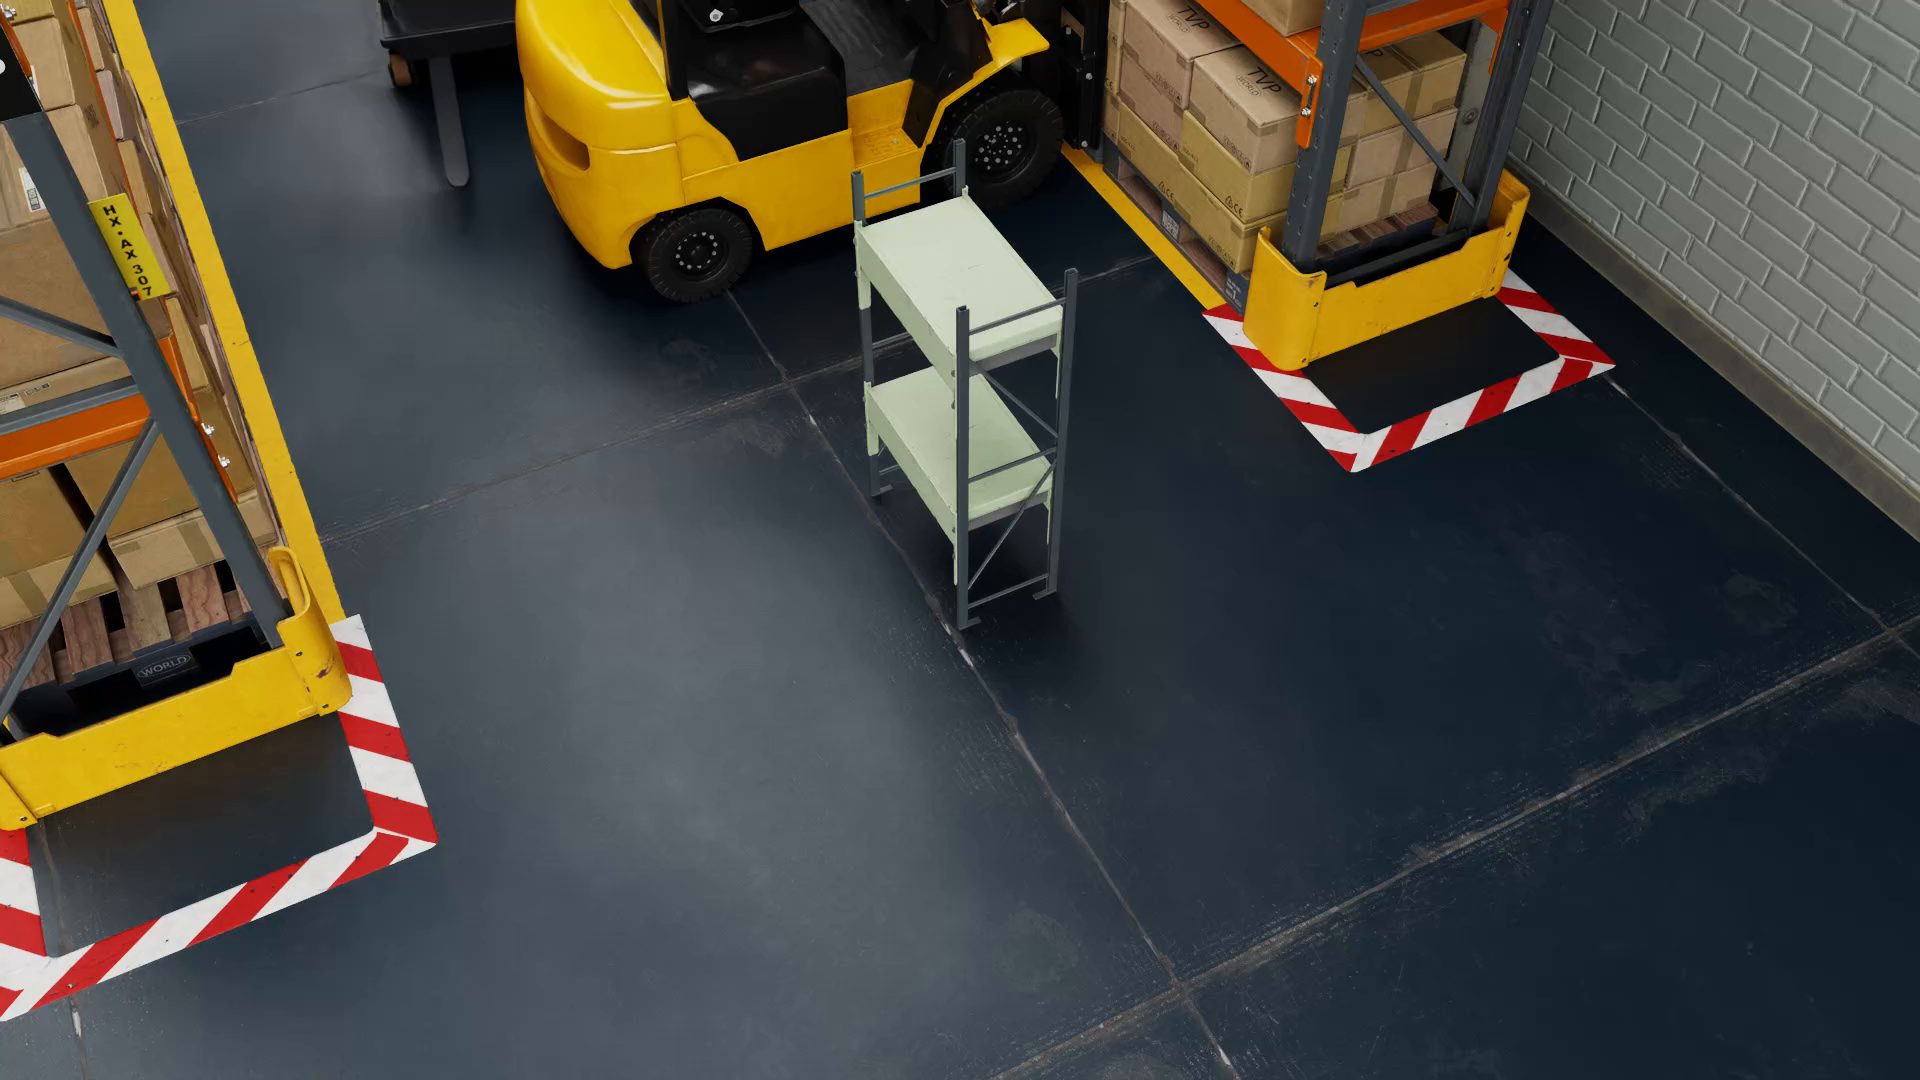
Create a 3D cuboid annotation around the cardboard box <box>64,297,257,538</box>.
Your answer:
[{"bbox_3d":[-2.789,-0.419,5.673,0.500,0.500,0.500,-23,53,-19],"label":"cardboard box"}]

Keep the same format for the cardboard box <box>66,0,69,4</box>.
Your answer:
[{"bbox_3d":[-3.598,-2.093,6.255,0.380,0.149,0.250,-22,52,-18],"label":"cardboard box"}]

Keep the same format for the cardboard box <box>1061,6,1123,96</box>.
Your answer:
[{"bbox_3d":[0.782,-2.293,7.479,0.500,0.250,0.500,-22,52,-18],"label":"cardboard box"}]

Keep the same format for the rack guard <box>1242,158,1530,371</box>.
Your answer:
[{"bbox_3d":[1.769,-1.161,6.933,1.175,0.500,0.348,-21,52,-18],"label":"rack guard"}]

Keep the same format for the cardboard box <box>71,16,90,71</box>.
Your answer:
[{"bbox_3d":[-3.358,-1.752,5.957,0.380,0.149,0.250,-21,52,-17],"label":"cardboard box"}]

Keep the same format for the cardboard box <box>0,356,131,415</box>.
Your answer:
[{"bbox_3d":[-2.625,-0.504,4.865,0.380,0.149,0.250,-21,52,-17],"label":"cardboard box"}]

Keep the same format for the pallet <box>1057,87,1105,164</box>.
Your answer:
[{"bbox_3d":[0.816,-2.395,8.204,1.003,0.211,1.213,-21,52,-18],"label":"pallet"}]

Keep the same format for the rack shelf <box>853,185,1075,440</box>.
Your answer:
[{"bbox_3d":[0.003,-0.746,5.388,0.431,0.370,0.720,-21,52,-18],"label":"rack shelf"}]

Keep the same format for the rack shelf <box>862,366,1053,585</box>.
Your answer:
[{"bbox_3d":[0.003,-0.275,5.927,0.431,0.370,0.720,-21,52,-18],"label":"rack shelf"}]

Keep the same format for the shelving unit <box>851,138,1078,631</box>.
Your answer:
[{"bbox_3d":[0.003,-0.489,5.682,0.431,1.500,0.755,-21,52,-18],"label":"shelving unit"}]

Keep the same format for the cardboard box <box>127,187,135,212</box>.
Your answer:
[{"bbox_3d":[-2.878,-1.059,5.350,0.380,0.149,0.250,-20,52,-17],"label":"cardboard box"}]

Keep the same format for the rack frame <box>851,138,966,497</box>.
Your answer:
[{"bbox_3d":[-0.164,-0.734,5.896,0.400,1.500,0.023,-21,52,-18],"label":"rack frame"}]

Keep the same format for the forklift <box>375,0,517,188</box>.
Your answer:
[{"bbox_3d":[-2.344,-3.535,7.394,1.130,2.935,3.031,-13,50,-11],"label":"forklift"}]

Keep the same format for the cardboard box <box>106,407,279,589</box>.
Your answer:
[{"bbox_3d":[-2.777,-0.156,5.941,0.500,0.250,0.500,-22,52,-18],"label":"cardboard box"}]

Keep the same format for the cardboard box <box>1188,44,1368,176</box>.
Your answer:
[{"bbox_3d":[1.270,-1.763,6.683,0.500,0.250,0.500,-20,52,-16],"label":"cardboard box"}]

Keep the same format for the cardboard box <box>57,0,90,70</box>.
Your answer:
[{"bbox_3d":[-3.338,-1.855,5.616,0.500,0.500,0.500,-22,52,-18],"label":"cardboard box"}]

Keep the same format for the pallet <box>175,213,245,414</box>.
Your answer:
[{"bbox_3d":[-3.583,-0.792,6.803,1.003,0.211,1.213,-21,52,-18],"label":"pallet"}]

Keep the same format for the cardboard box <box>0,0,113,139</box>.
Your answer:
[{"bbox_3d":[-3.098,-1.517,5.320,0.500,0.500,0.500,-22,52,-18],"label":"cardboard box"}]

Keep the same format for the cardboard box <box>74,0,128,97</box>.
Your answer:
[{"bbox_3d":[-3.975,-2.141,7.180,0.500,0.500,0.500,-22,52,-18],"label":"cardboard box"}]

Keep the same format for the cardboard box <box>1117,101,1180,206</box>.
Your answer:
[{"bbox_3d":[1.043,-1.775,7.357,0.500,0.250,0.500,-21,52,-18],"label":"cardboard box"}]

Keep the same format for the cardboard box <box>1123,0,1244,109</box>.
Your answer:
[{"bbox_3d":[1.031,-2.103,6.980,0.500,0.250,0.500,-20,52,-17],"label":"cardboard box"}]

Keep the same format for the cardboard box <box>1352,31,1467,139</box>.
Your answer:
[{"bbox_3d":[1.706,-1.949,6.845,0.500,0.250,0.500,-22,52,-18],"label":"cardboard box"}]

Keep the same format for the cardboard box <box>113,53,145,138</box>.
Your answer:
[{"bbox_3d":[-3.975,-1.895,7.462,0.500,0.250,0.500,-19,52,-16],"label":"cardboard box"}]

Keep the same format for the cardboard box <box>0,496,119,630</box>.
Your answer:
[{"bbox_3d":[-3.274,0.015,5.792,0.500,0.250,0.500,-21,52,-18],"label":"cardboard box"}]

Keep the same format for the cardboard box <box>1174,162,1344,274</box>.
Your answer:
[{"bbox_3d":[1.262,-1.439,7.063,0.500,0.250,0.500,-21,52,-17],"label":"cardboard box"}]

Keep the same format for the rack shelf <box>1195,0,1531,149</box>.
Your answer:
[{"bbox_3d":[0.843,-3.102,7.448,1.077,0.370,4.000,-21,52,-18],"label":"rack shelf"}]

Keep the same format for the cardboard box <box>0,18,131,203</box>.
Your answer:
[{"bbox_3d":[-2.864,-1.177,5.022,0.500,0.500,0.500,-20,52,-16],"label":"cardboard box"}]

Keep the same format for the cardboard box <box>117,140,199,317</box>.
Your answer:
[{"bbox_3d":[-3.254,-1.106,6.274,0.500,0.500,0.500,-20,52,-17],"label":"cardboard box"}]

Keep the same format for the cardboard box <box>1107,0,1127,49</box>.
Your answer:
[{"bbox_3d":[0.791,-2.437,7.272,0.500,0.250,0.500,-21,52,-17],"label":"cardboard box"}]

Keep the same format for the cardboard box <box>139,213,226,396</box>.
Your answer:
[{"bbox_3d":[-3.032,-0.767,5.978,0.500,0.500,0.500,-23,53,-19],"label":"cardboard box"}]

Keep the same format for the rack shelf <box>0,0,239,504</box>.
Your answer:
[{"bbox_3d":[-3.569,-1.390,5.951,1.077,0.370,4.000,-21,52,-18],"label":"rack shelf"}]

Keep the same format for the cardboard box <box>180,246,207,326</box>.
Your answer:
[{"bbox_3d":[-3.265,-0.861,6.558,0.500,0.250,0.500,-18,51,-15],"label":"cardboard box"}]

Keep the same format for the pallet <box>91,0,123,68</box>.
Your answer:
[{"bbox_3d":[-4.842,-2.568,8.355,1.003,0.211,1.213,-21,52,-18],"label":"pallet"}]

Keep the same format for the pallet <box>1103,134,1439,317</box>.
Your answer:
[{"bbox_3d":[1.371,-1.580,7.491,1.003,0.211,1.213,-21,52,-18],"label":"pallet"}]

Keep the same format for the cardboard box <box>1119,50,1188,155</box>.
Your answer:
[{"bbox_3d":[1.037,-1.955,7.183,0.500,0.250,0.500,-22,52,-18],"label":"cardboard box"}]

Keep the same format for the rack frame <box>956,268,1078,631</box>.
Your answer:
[{"bbox_3d":[0.171,-0.244,5.467,0.400,1.500,0.023,-21,52,-18],"label":"rack frame"}]

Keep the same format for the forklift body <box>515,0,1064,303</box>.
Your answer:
[{"bbox_3d":[-0.732,-2.361,6.886,2.313,2.155,1.214,-21,52,-18],"label":"forklift body"}]

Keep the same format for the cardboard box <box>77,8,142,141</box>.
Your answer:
[{"bbox_3d":[-3.741,-1.802,6.882,0.500,0.500,0.500,-20,52,-17],"label":"cardboard box"}]

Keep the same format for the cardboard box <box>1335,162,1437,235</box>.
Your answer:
[{"bbox_3d":[1.707,-1.629,7.230,0.500,0.250,0.500,-21,52,-17],"label":"cardboard box"}]

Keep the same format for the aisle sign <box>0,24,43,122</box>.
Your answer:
[{"bbox_3d":[-2.350,-1.209,3.588,0.394,0.787,0.004,-21,52,-18],"label":"aisle sign"}]

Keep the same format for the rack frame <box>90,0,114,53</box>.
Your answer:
[{"bbox_3d":[-4.484,-2.965,6.851,1.000,3.000,0.127,-21,52,-18],"label":"rack frame"}]

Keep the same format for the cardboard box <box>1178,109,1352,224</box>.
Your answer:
[{"bbox_3d":[1.257,-1.616,6.886,0.500,0.250,0.500,-22,52,-18],"label":"cardboard box"}]

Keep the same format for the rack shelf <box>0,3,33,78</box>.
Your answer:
[{"bbox_3d":[-3.569,-2.377,4.821,1.077,0.370,4.000,-21,52,-18],"label":"rack shelf"}]

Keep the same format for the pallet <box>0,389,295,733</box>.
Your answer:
[{"bbox_3d":[-3.029,0.023,6.089,1.003,0.211,1.213,-21,52,-18],"label":"pallet"}]

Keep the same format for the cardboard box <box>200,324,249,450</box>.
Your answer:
[{"bbox_3d":[-3.004,-0.500,6.242,0.500,0.250,0.500,-19,52,-16],"label":"cardboard box"}]

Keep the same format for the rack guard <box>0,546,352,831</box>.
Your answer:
[{"bbox_3d":[-2.689,0.484,5.494,1.175,0.500,0.348,-21,52,-18],"label":"rack guard"}]

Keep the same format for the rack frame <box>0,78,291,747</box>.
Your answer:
[{"bbox_3d":[-2.654,-0.288,4.509,1.000,3.000,0.127,-21,52,-18],"label":"rack frame"}]

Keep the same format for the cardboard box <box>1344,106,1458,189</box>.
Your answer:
[{"bbox_3d":[1.727,-1.784,7.033,0.500,0.250,0.500,-20,52,-17],"label":"cardboard box"}]

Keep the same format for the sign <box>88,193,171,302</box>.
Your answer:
[{"bbox_3d":[-2.172,-0.760,4.347,0.100,0.325,0.005,-21,52,-18],"label":"sign"}]

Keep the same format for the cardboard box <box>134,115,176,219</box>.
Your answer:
[{"bbox_3d":[-3.722,-1.542,7.154,0.500,0.250,0.500,-22,53,-18],"label":"cardboard box"}]

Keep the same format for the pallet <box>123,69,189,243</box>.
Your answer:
[{"bbox_3d":[-4.146,-1.610,7.518,1.003,0.211,1.213,-21,52,-18],"label":"pallet"}]

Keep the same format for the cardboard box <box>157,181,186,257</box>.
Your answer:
[{"bbox_3d":[-3.494,-1.200,6.855,0.500,0.250,0.500,-20,52,-17],"label":"cardboard box"}]

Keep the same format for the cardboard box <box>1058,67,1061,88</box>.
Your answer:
[{"bbox_3d":[0.564,-2.453,7.950,0.500,0.250,0.500,-20,52,-16],"label":"cardboard box"}]

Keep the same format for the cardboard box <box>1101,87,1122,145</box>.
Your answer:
[{"bbox_3d":[0.822,-2.113,7.653,0.500,0.250,0.500,-21,52,-17],"label":"cardboard box"}]

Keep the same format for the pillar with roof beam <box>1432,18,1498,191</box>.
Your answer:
[{"bbox_3d":[-1.587,-3.269,3.131,9.100,9.000,0.400,-21,52,-18],"label":"pillar with roof beam"}]

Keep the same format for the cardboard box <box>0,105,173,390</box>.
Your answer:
[{"bbox_3d":[-2.624,-0.831,4.720,0.500,0.500,0.500,-22,52,-18],"label":"cardboard box"}]

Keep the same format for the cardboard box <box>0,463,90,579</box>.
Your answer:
[{"bbox_3d":[-3.252,-0.214,5.494,0.500,0.500,0.500,-21,52,-17],"label":"cardboard box"}]

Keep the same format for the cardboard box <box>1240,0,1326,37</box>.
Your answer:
[{"bbox_3d":[1.299,-2.272,6.178,0.500,0.500,0.500,-22,52,-18],"label":"cardboard box"}]

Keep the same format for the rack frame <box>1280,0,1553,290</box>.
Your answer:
[{"bbox_3d":[1.758,-2.000,6.007,1.000,3.000,0.127,-21,52,-18],"label":"rack frame"}]

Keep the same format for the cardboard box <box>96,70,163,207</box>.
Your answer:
[{"bbox_3d":[-3.506,-1.460,6.584,0.500,0.500,0.500,-19,51,-16],"label":"cardboard box"}]
